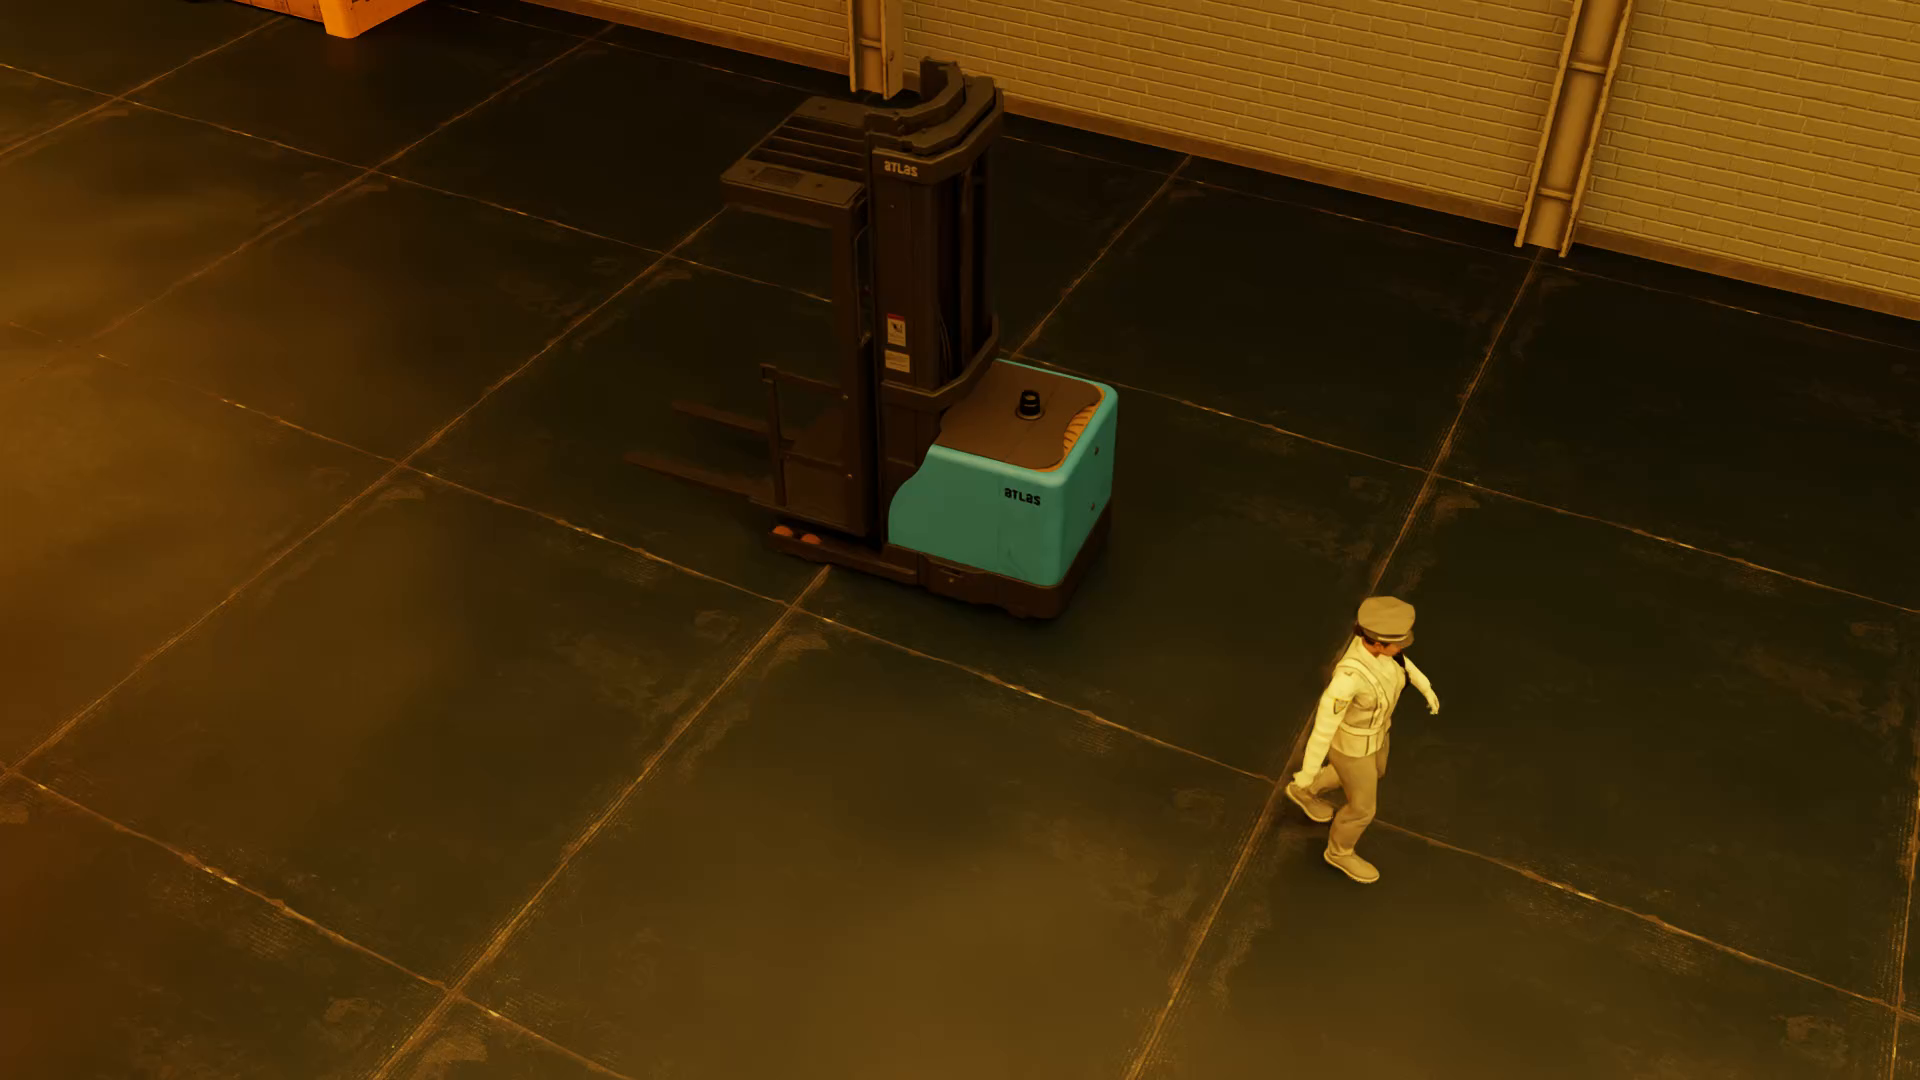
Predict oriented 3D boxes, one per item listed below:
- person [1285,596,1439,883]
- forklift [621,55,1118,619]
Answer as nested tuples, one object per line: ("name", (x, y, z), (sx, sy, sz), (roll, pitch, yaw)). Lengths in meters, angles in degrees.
("person", (1.875, 0.931, 7.882), (0.608, 1.652, 0.753), (19, 44, 21))
("forklift", (-0.631, -1.286, 9.513), (3.031, 2.935, 1.130), (16, 43, 18))
